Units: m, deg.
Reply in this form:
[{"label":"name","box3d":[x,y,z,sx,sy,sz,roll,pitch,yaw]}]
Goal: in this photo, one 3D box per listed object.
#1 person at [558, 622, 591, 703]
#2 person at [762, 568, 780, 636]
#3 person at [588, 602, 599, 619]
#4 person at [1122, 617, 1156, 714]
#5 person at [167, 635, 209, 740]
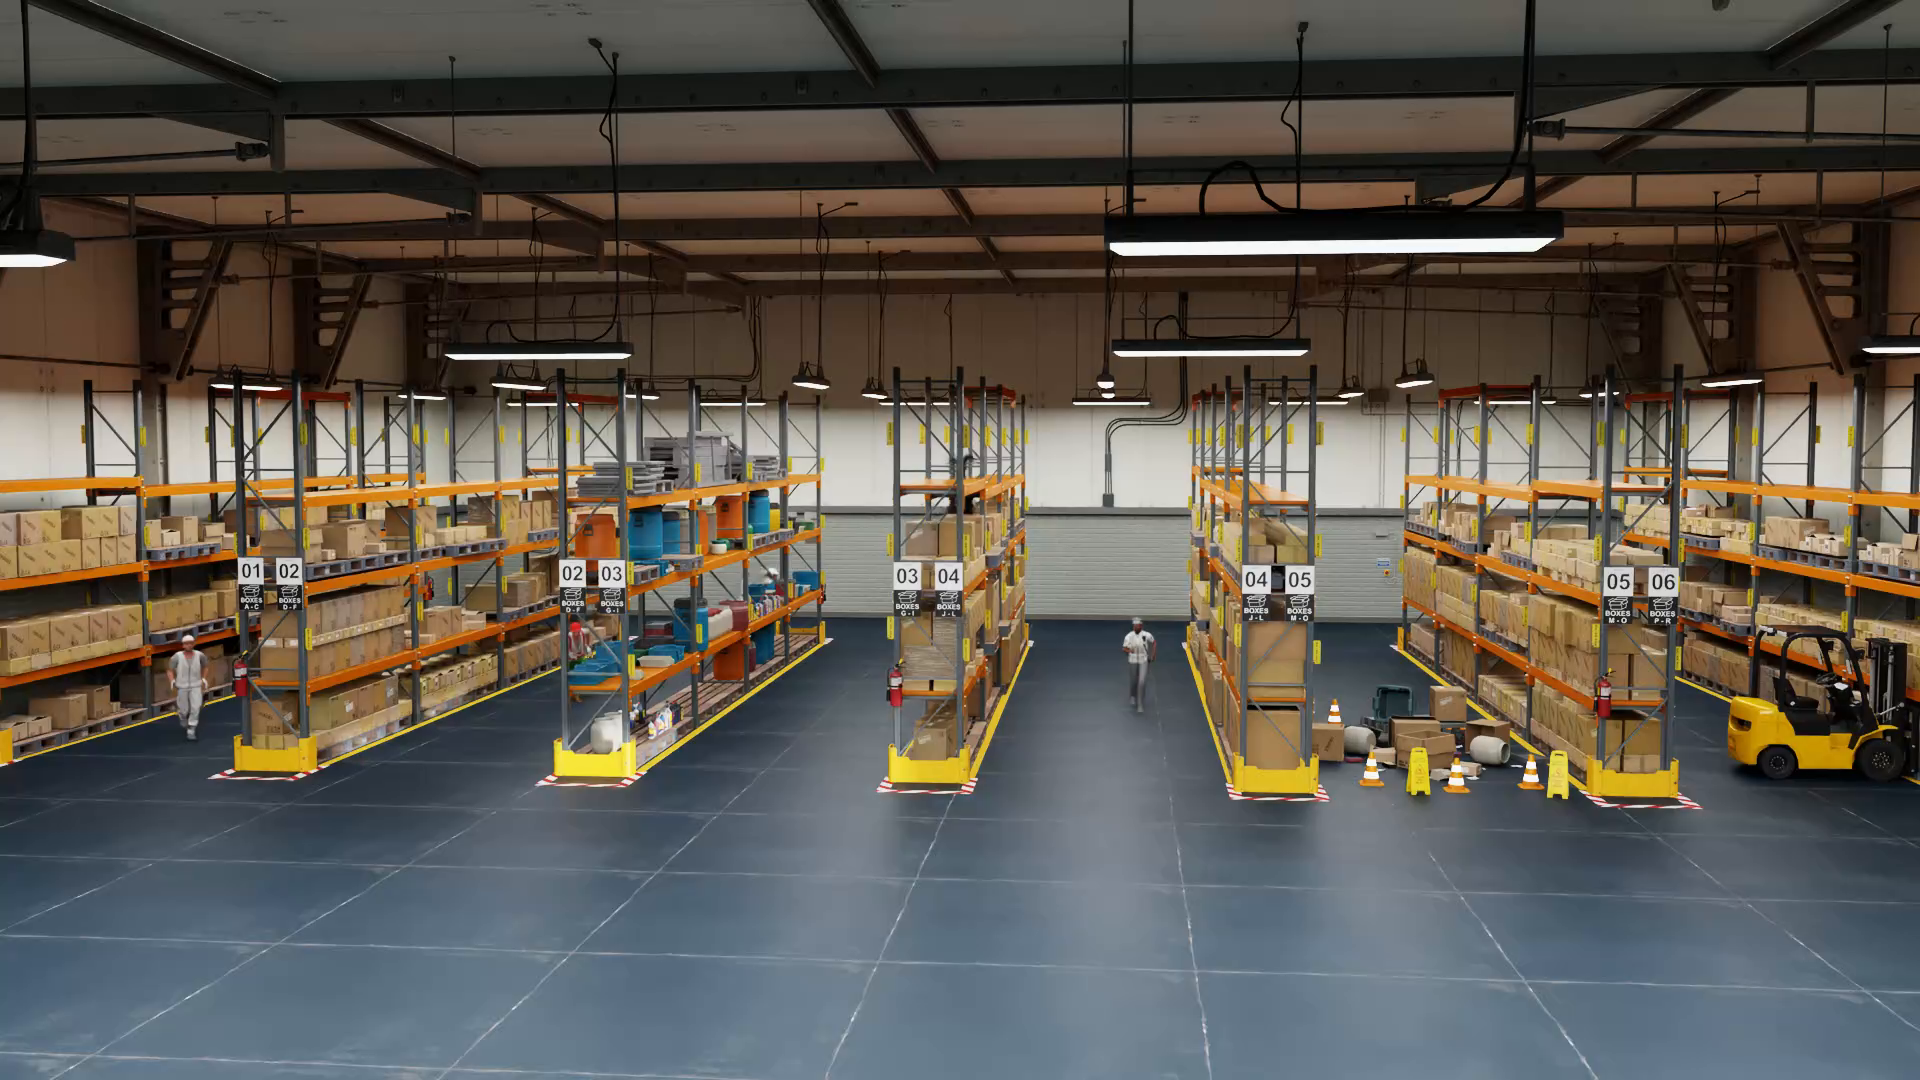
[{"label":"person","box3d":[-7.320,2.280,31.534,0.662,1.544,1.207,-1,4,-22]},{"label":"person","box3d":[-4.835,1.554,41.471,0.894,1.698,0.633,1,4,9]},{"label":"person","box3d":[-9.077,1.513,42.455,0.772,1.727,0.711,-3,5,-39]},{"label":"person","box3d":[3.287,2.266,30.463,0.599,1.743,0.894,1,4,11]},{"label":"person","box3d":[-12.776,2.426,27.556,0.640,1.730,0.669,-2,4,-30]}]
